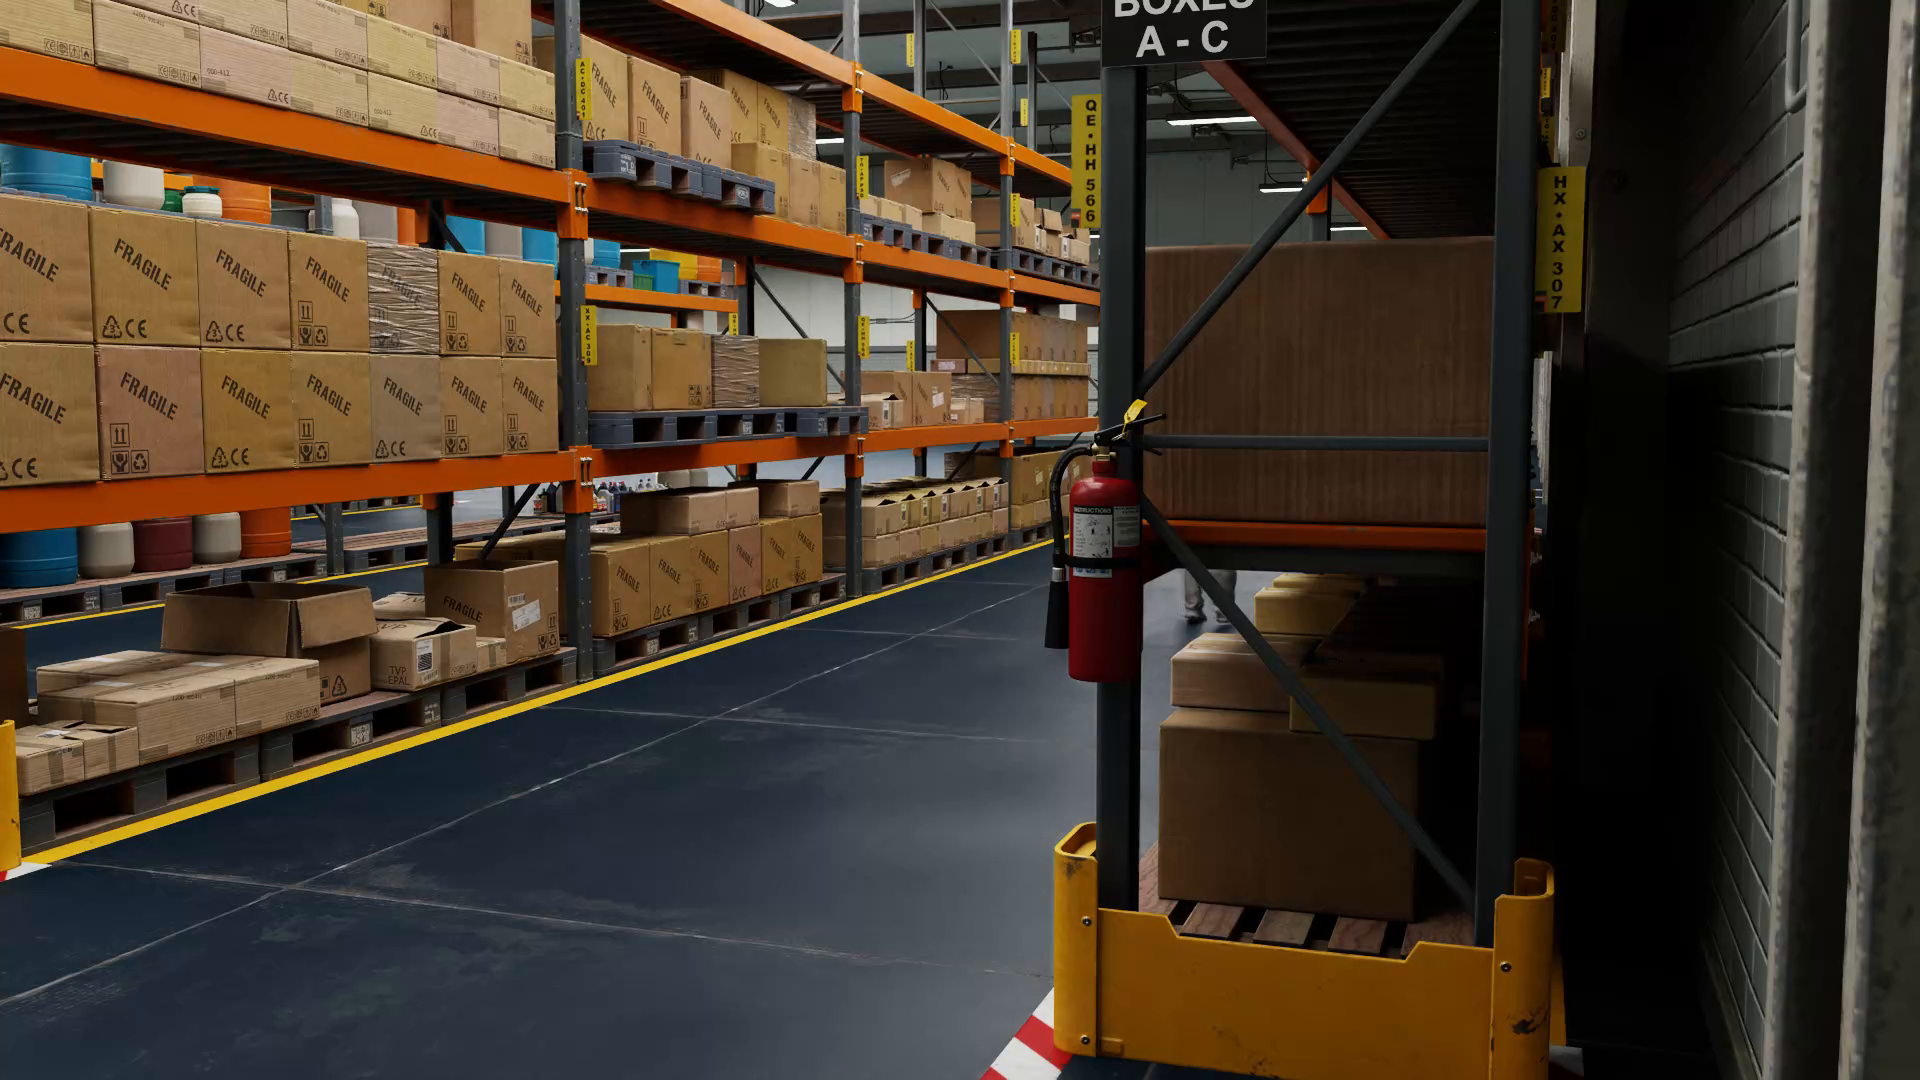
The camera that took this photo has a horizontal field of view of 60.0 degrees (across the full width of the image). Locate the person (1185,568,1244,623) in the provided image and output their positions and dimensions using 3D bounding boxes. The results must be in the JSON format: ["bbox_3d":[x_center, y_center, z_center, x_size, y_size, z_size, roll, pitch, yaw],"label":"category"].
[{"bbox_3d":[1.791,-0.293,11.539,0.614,1.815,0.456,4,7,38],"label":"person"}]
